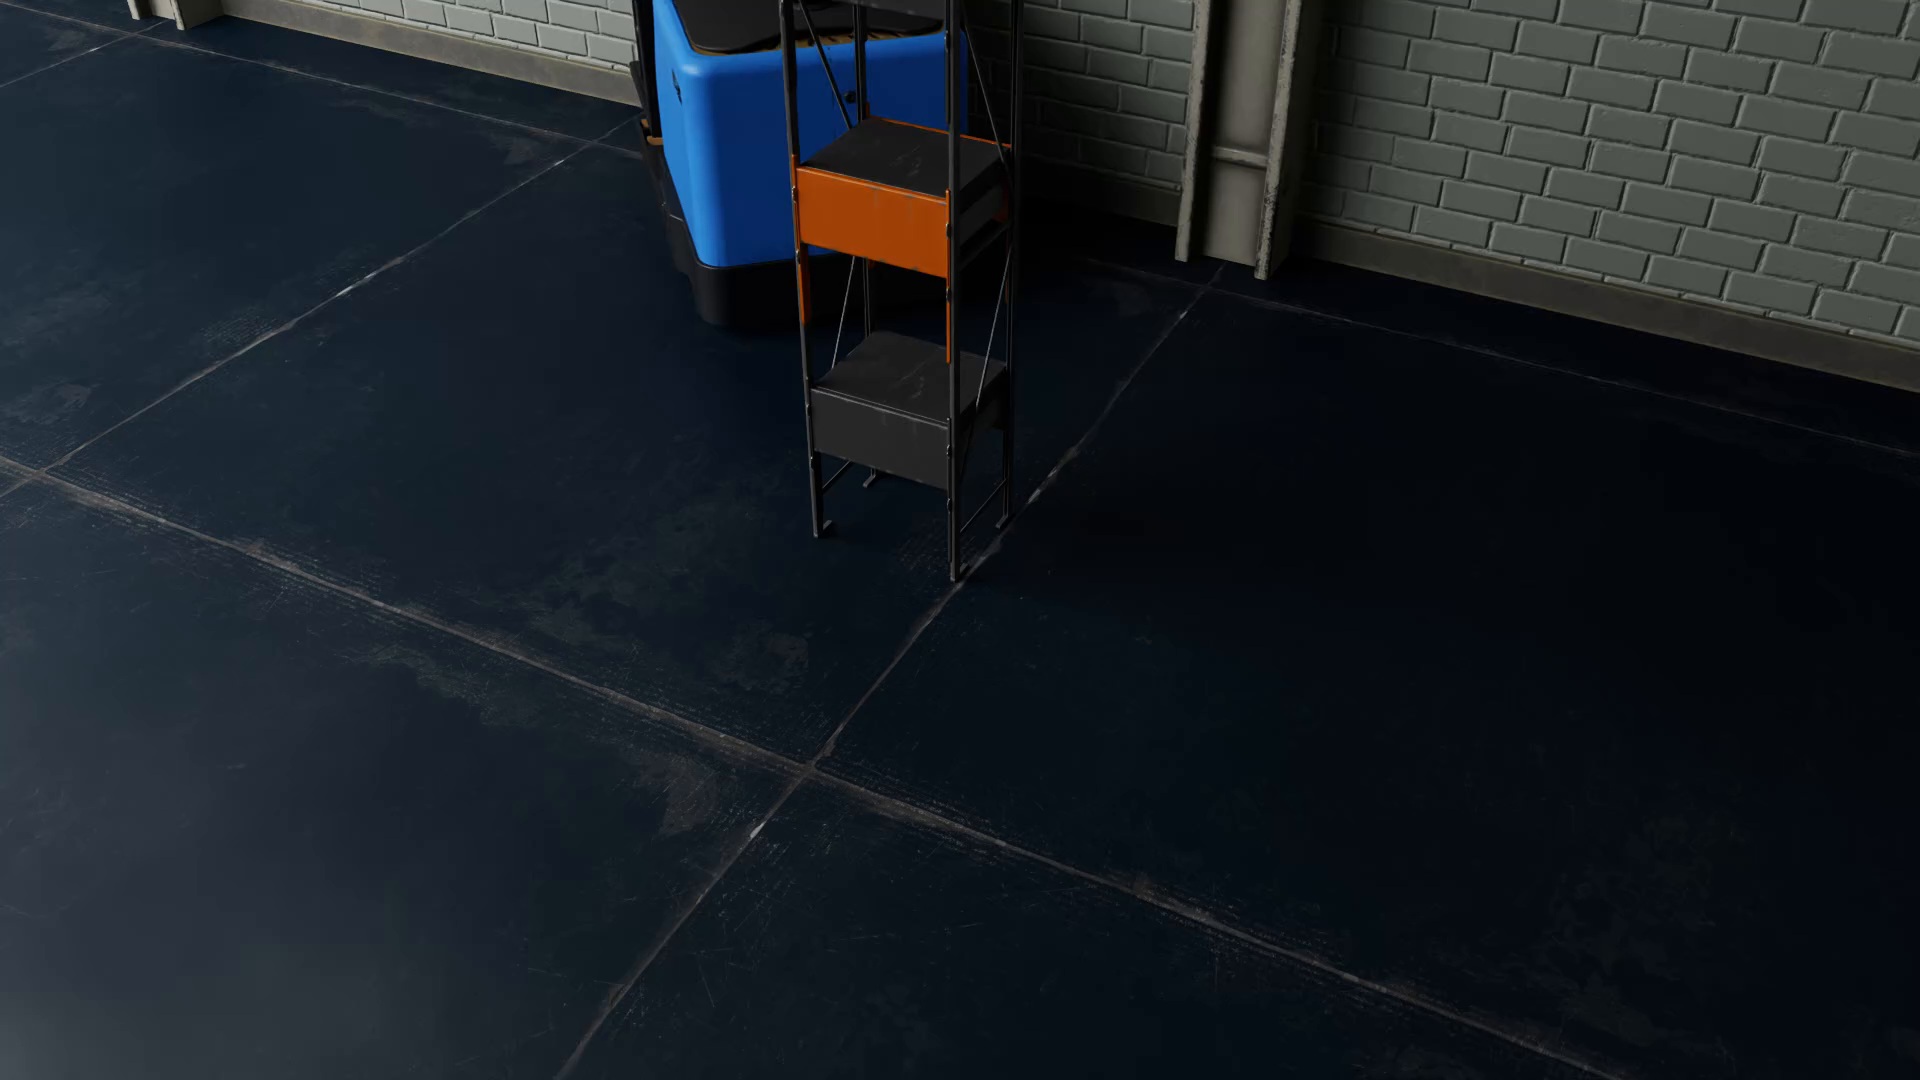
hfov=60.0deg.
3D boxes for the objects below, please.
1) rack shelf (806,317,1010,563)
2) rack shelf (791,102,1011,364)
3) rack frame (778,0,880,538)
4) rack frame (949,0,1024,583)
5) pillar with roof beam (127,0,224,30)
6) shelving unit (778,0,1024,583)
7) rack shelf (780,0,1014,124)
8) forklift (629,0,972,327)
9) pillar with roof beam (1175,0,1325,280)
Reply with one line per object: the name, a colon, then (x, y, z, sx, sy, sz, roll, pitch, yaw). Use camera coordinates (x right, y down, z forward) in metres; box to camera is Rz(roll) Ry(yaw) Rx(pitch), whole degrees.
rack shelf: (-0.147, -0.314, 5.107, 0.480, 0.518, 0.431, 17, 41, 21)
rack shelf: (-0.147, -0.872, 4.684, 0.480, 0.518, 0.431, 17, 41, 21)
rack frame: (-0.364, -0.950, 4.765, 0.015, 2.100, 0.400, 17, 41, 21)
rack frame: (0.070, -0.815, 4.586, 0.015, 2.100, 0.400, 17, 41, 21)
pillar with roof beam: (-6.191, -4.110, 3.222, 0.400, 9.000, 9.100, 17, 41, 21)
shelving unit: (-0.147, -0.882, 4.676, 0.503, 2.100, 0.431, 17, 41, 21)
rack shelf: (-0.147, -1.429, 4.261, 0.480, 0.518, 0.431, 17, 41, 21)
forklift: (-0.844, -2.854, 6.585, 1.130, 2.935, 3.031, -10, 38, -12)
pillar with roof beam: (-0.863, -2.442, 1.024, 0.400, 9.000, 9.100, 17, 41, 21)
